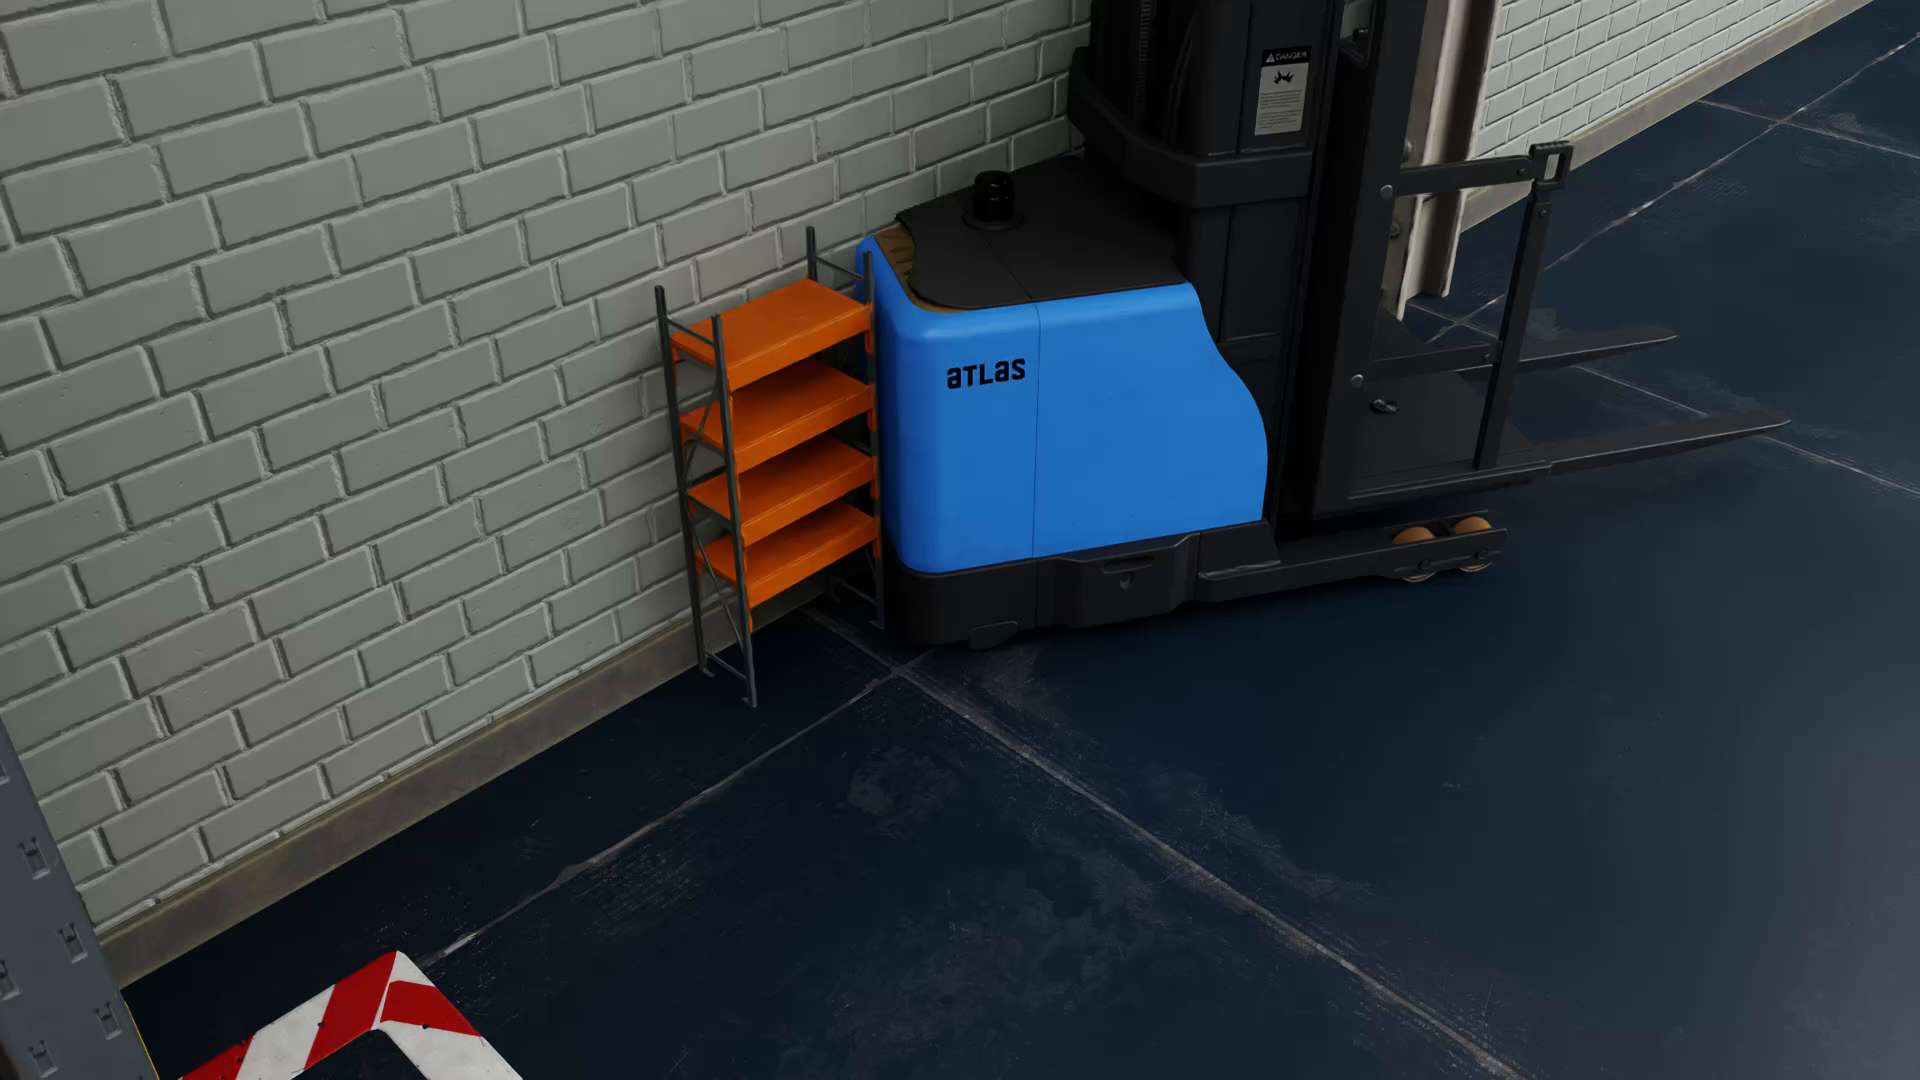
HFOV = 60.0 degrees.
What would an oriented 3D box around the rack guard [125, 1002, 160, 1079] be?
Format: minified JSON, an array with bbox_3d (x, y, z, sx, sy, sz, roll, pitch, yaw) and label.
[{"bbox_3d":[-1.366,1.331,2.905,1.175,0.500,0.348,30,45,35],"label":"rack guard"}]

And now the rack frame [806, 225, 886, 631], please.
[{"bbox_3d":[-0.310,-0.277,4.598,0.240,1.200,0.015,29,44,35],"label":"rack frame"}]

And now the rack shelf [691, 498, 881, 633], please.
[{"bbox_3d":[-0.480,0.041,4.607,0.258,0.148,0.480,29,44,35],"label":"rack shelf"}]

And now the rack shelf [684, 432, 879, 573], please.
[{"bbox_3d":[-0.480,-0.122,4.493,0.258,0.148,0.480,29,44,35],"label":"rack shelf"}]

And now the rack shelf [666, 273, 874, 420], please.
[{"bbox_3d":[-0.481,-0.500,4.230,0.258,0.148,0.480,29,44,35],"label":"rack shelf"}]

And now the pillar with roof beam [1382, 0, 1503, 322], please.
[{"bbox_3d":[4.770,-2.927,1.580,9.100,9.000,0.400,30,45,35],"label":"pillar with roof beam"}]

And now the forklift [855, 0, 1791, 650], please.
[{"bbox_3d":[1.165,-1.356,4.632,3.031,2.935,1.130,-9,36,-13],"label":"forklift"}]

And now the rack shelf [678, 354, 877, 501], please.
[{"bbox_3d":[-0.480,-0.306,4.365,0.258,0.148,0.480,29,44,35],"label":"rack shelf"}]

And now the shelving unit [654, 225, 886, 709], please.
[{"bbox_3d":[-0.480,-0.177,4.455,0.258,1.200,0.503,29,44,35],"label":"shelving unit"}]

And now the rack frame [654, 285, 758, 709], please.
[{"bbox_3d":[-0.651,-0.077,4.311,0.240,1.200,0.015,29,44,35],"label":"rack frame"}]
